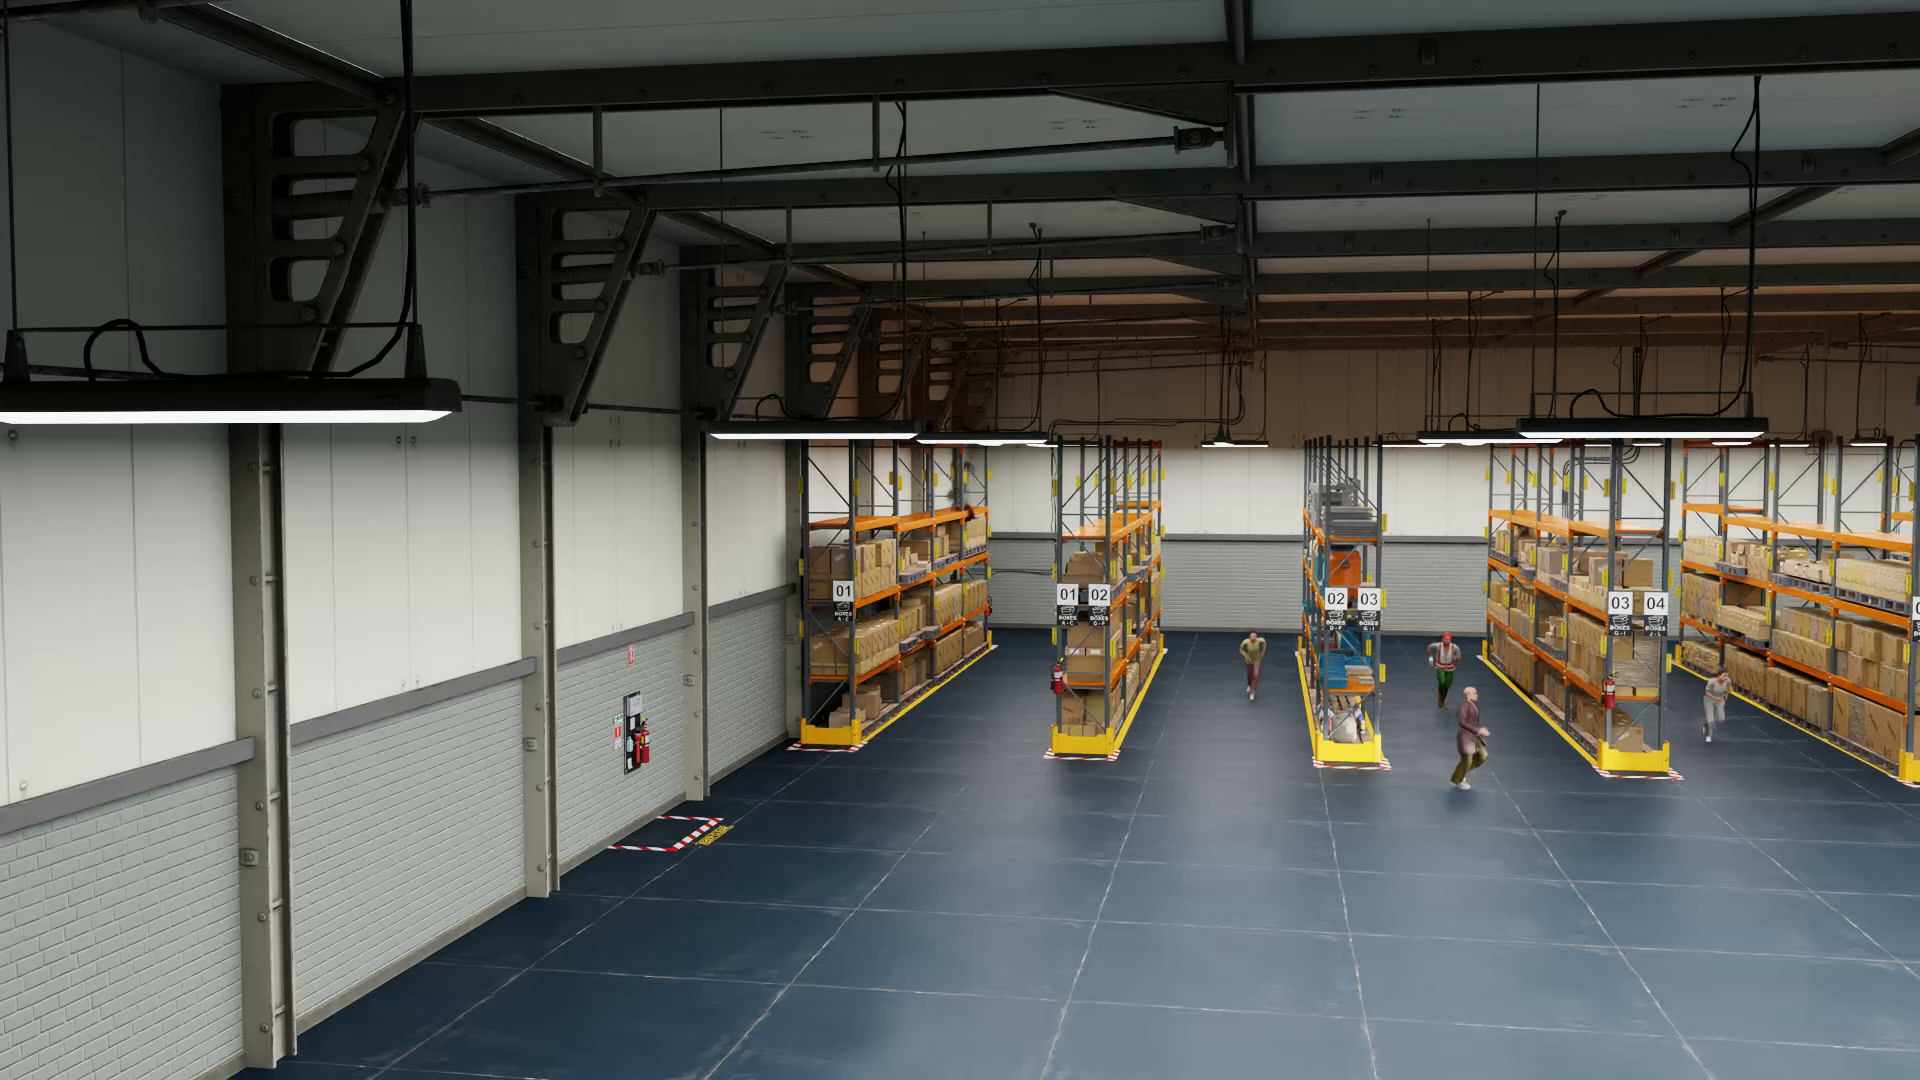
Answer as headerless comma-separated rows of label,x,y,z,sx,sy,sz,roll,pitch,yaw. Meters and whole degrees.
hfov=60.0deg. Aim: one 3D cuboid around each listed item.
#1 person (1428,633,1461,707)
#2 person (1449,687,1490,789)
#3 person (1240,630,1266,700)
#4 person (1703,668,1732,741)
person,10.667,2.865,36.602,0.643,1.697,0.881,0,3,3
person,8.615,3.335,28.027,0.715,1.733,0.690,2,4,38
person,6.776,2.860,38.571,0.614,1.621,1.004,0,3,2
person,14.837,3.223,32.545,0.583,1.497,0.769,0,3,-4
